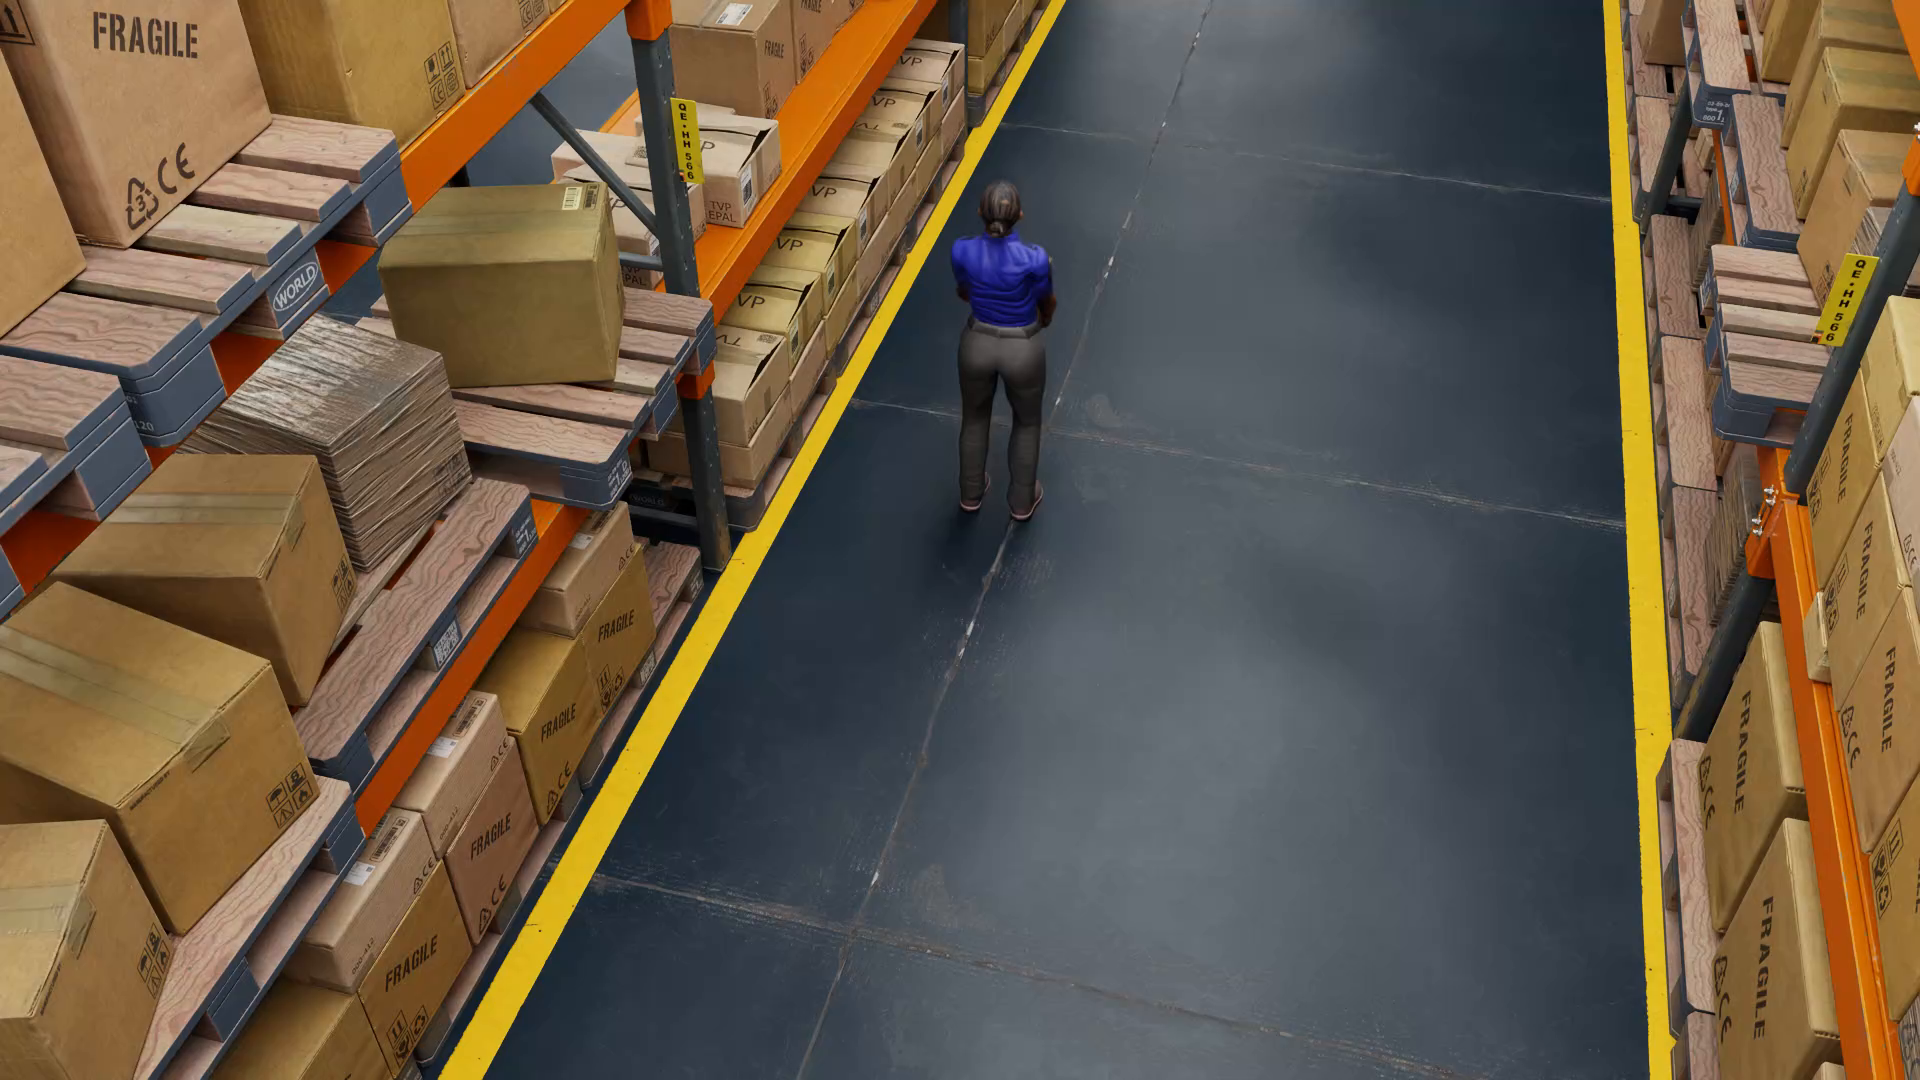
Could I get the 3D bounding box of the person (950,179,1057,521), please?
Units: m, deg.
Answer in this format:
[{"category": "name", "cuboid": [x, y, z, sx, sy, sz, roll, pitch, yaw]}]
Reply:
[{"category": "person", "cuboid": [0.196, -0.851, 7.139, 0.435, 1.656, 0.504, 9, 42, 10]}]
